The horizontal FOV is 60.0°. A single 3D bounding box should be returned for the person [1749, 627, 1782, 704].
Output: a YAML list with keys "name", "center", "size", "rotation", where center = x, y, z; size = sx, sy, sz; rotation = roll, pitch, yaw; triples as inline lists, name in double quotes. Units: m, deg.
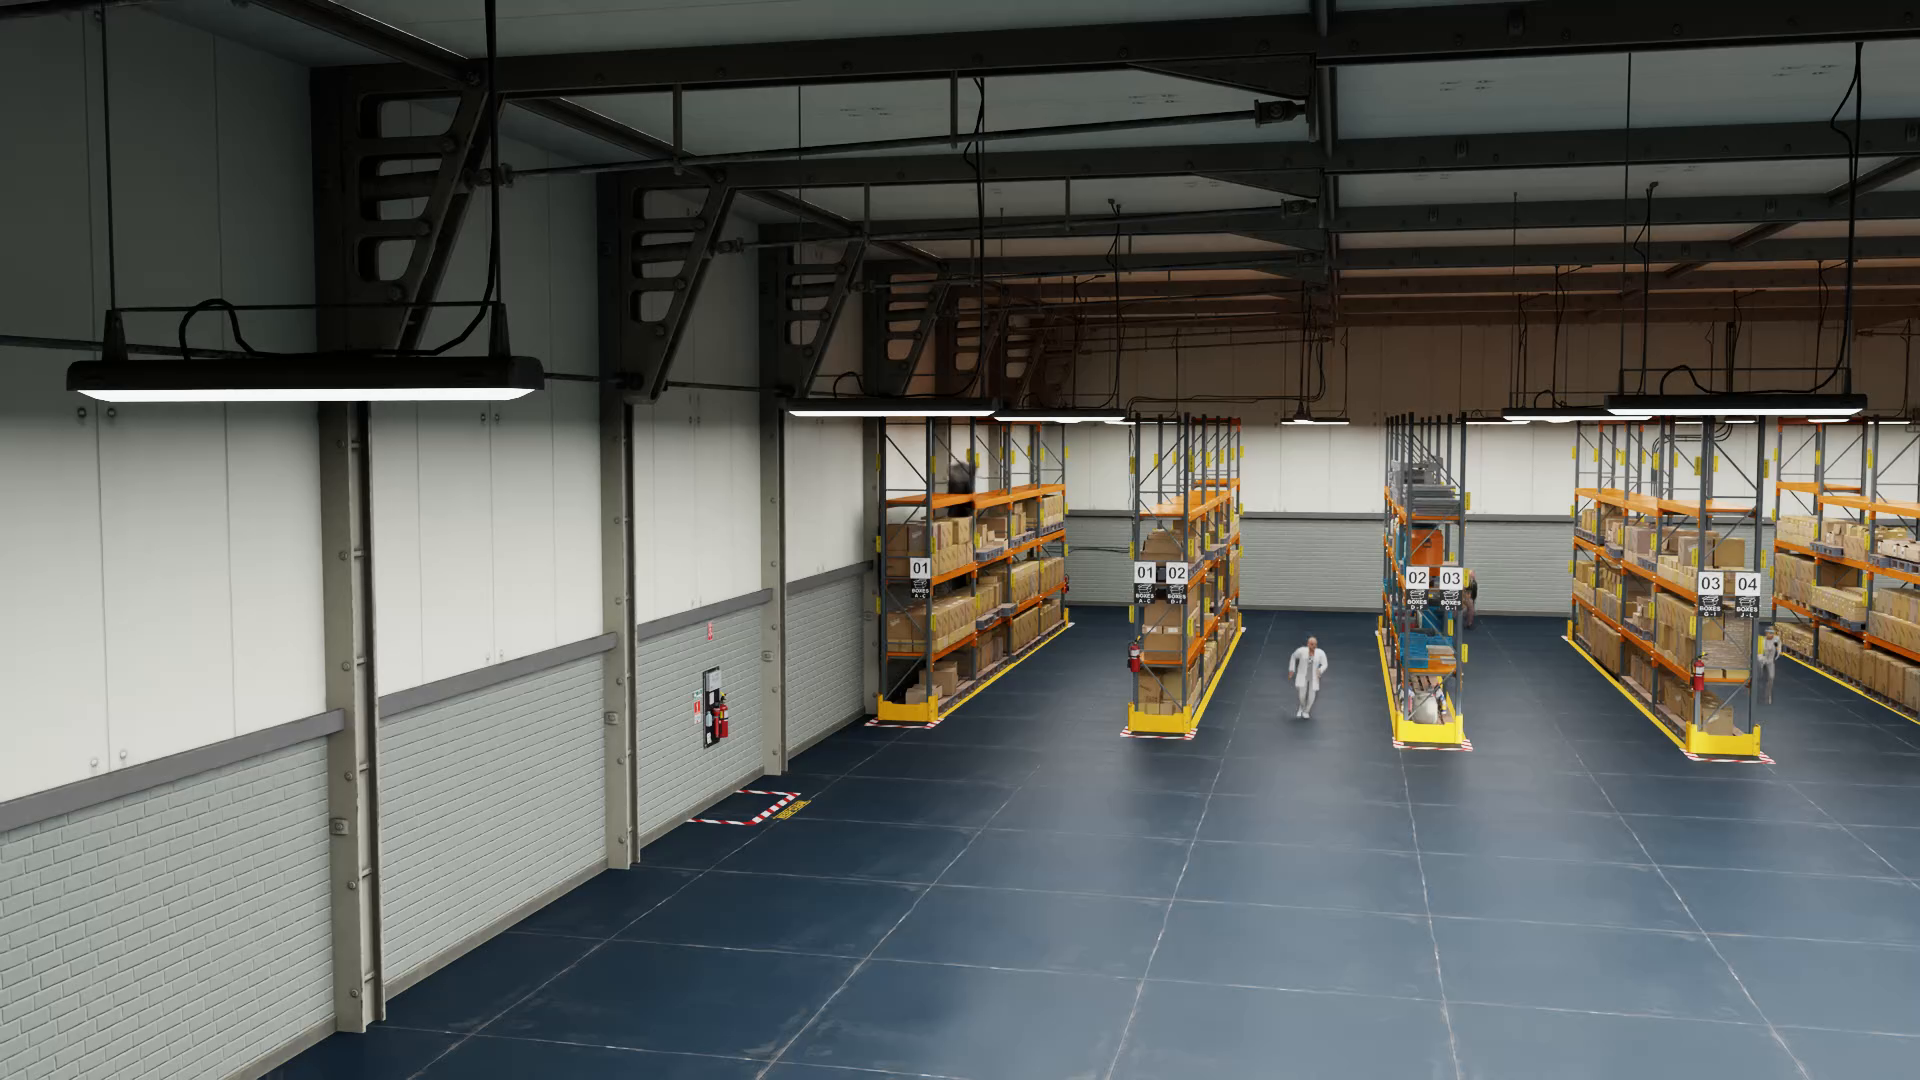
- name: "person"
  center: [16.865, 2.583, 34.904]
  size: [0.656, 1.631, 0.982]
  rotation: [0, 4, -1]

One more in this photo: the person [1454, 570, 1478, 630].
- name: "person"
  center: [14.510, 1.686, 47.531]
  size: [0.717, 1.677, 0.716]
  rotation: [4, 5, 42]

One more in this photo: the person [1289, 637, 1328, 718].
- name: "person"
  center: [6.826, 2.707, 32.536]
  size: [0.700, 1.646, 0.892]
  rotation: [0, 4, 0]
